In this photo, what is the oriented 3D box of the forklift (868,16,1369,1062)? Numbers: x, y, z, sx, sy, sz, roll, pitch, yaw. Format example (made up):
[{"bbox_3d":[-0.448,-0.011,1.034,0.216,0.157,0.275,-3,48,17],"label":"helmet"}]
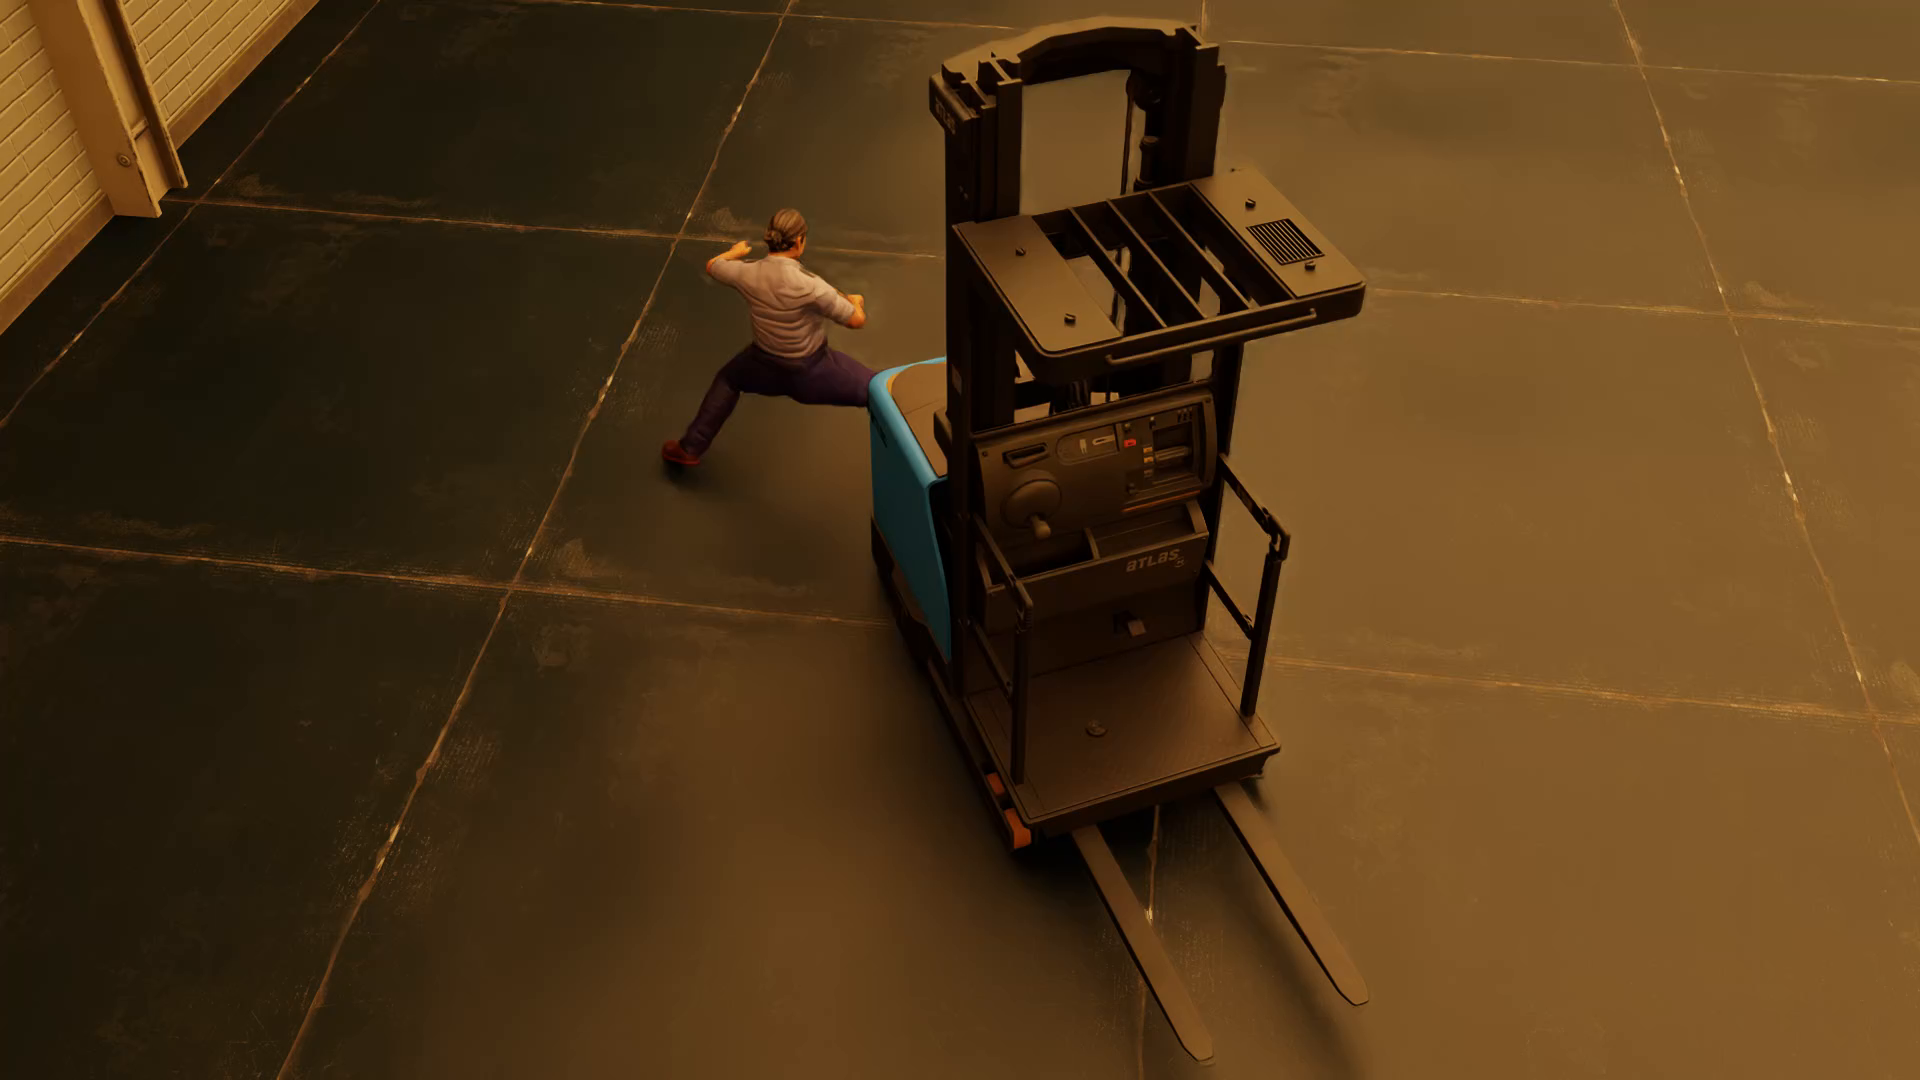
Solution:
[{"bbox_3d":[0.586,-0.184,5.925,1.130,2.935,3.031,-14,44,-15],"label":"forklift"}]

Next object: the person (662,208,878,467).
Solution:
[{"bbox_3d":[-0.793,-0.963,7.872,1.273,1.421,0.824,15,45,16],"label":"person"}]
